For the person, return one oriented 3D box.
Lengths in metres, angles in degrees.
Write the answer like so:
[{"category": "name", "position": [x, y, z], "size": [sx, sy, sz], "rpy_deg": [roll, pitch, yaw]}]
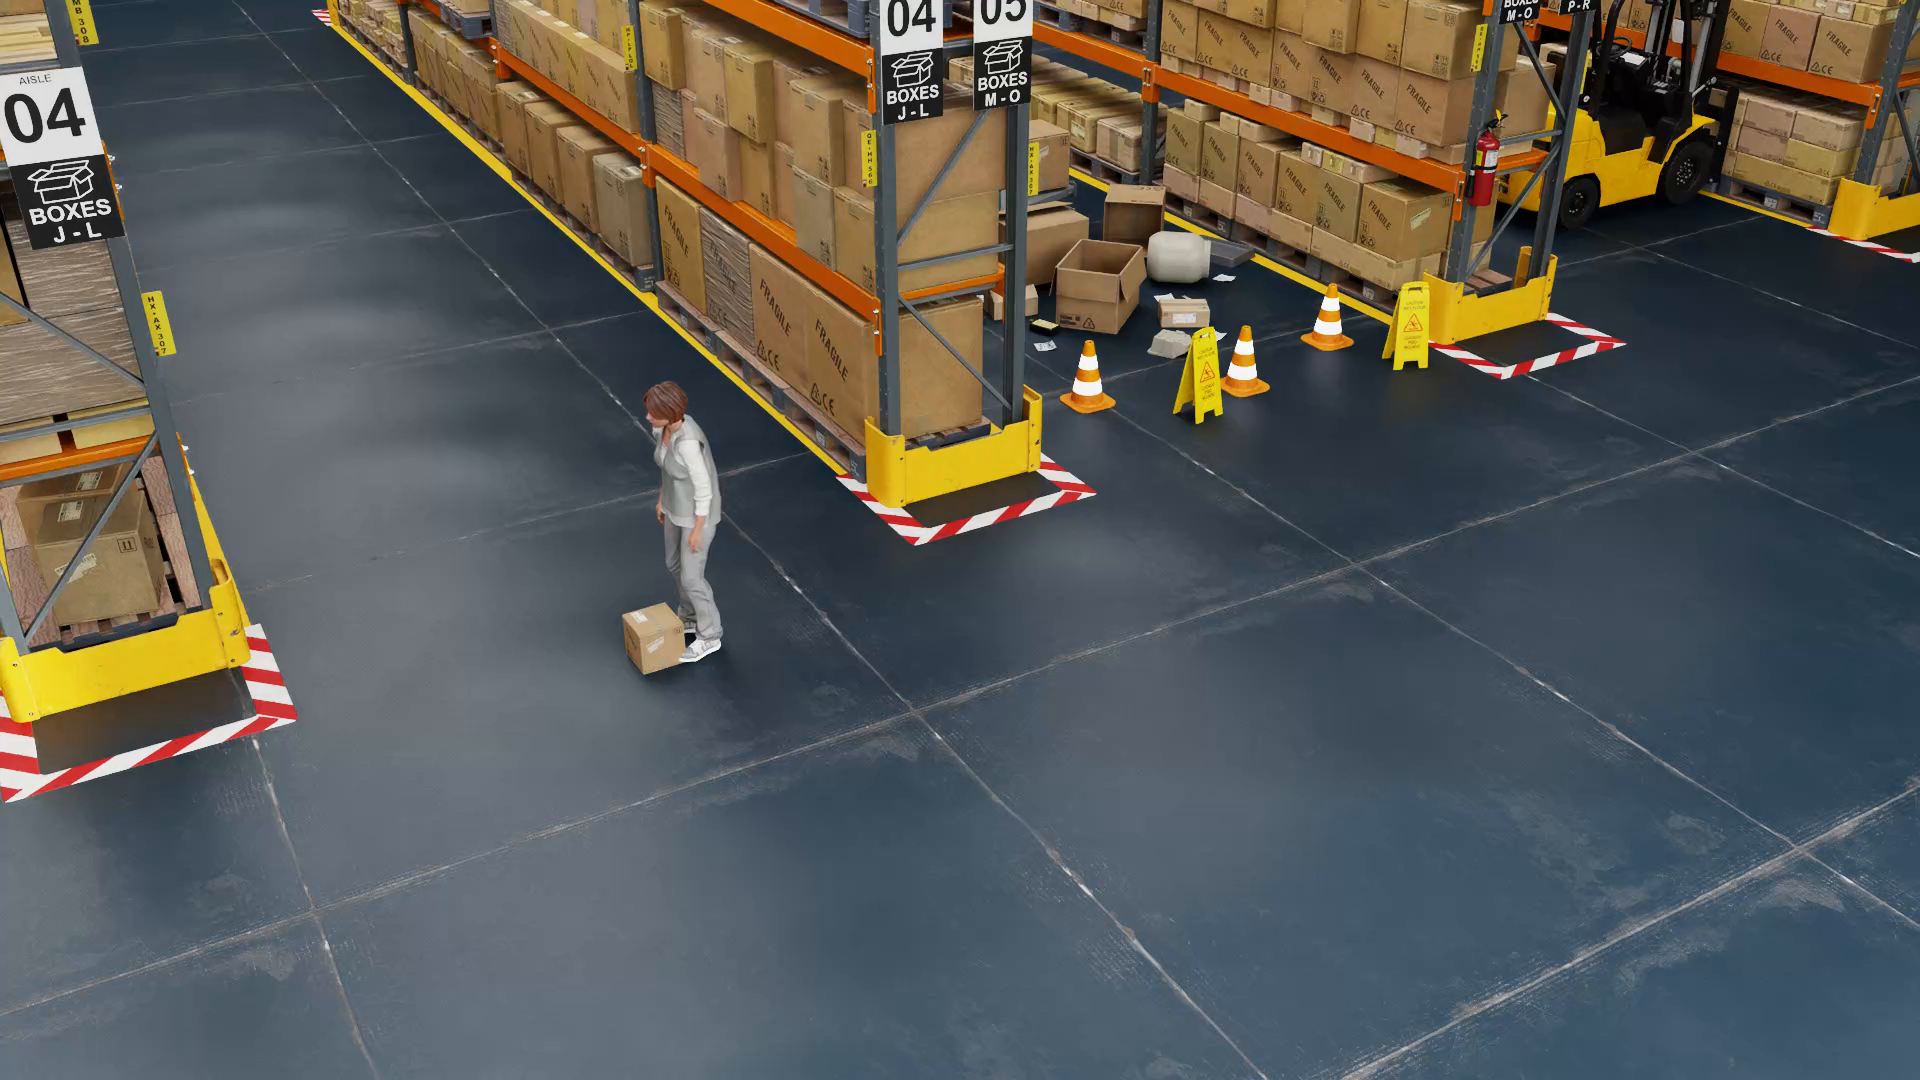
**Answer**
[{"category": "person", "position": [-1.446, -0.116, 8.766], "size": [0.342, 1.594, 0.482], "rpy_deg": [-17, 34, -28]}]
